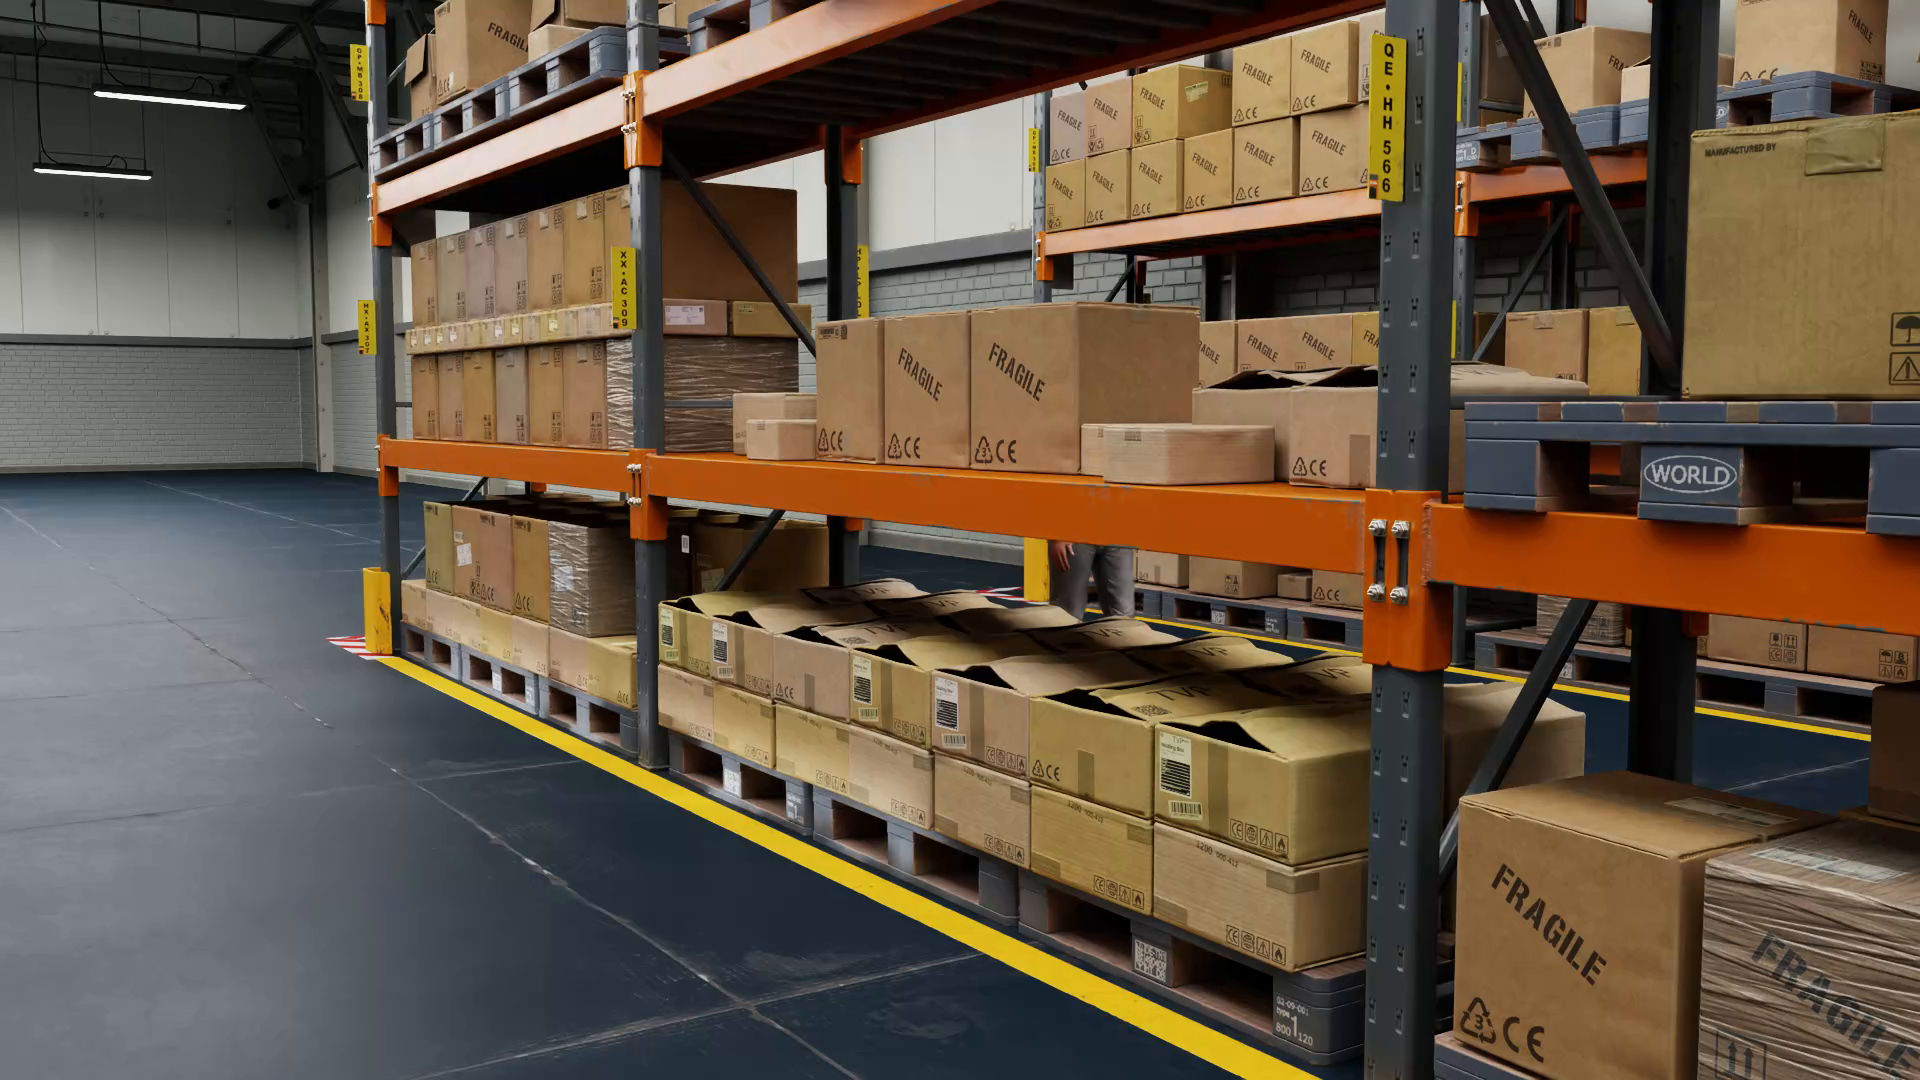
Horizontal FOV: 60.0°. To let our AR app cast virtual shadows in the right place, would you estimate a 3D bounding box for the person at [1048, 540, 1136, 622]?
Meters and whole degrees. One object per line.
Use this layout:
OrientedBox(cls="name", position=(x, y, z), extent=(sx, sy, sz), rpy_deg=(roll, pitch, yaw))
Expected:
OrientedBox(cls="person", position=(0.665, -0.023, 7.923), extent=(0.557, 1.781, 0.616), rpy_deg=(-3, 6, -37))
